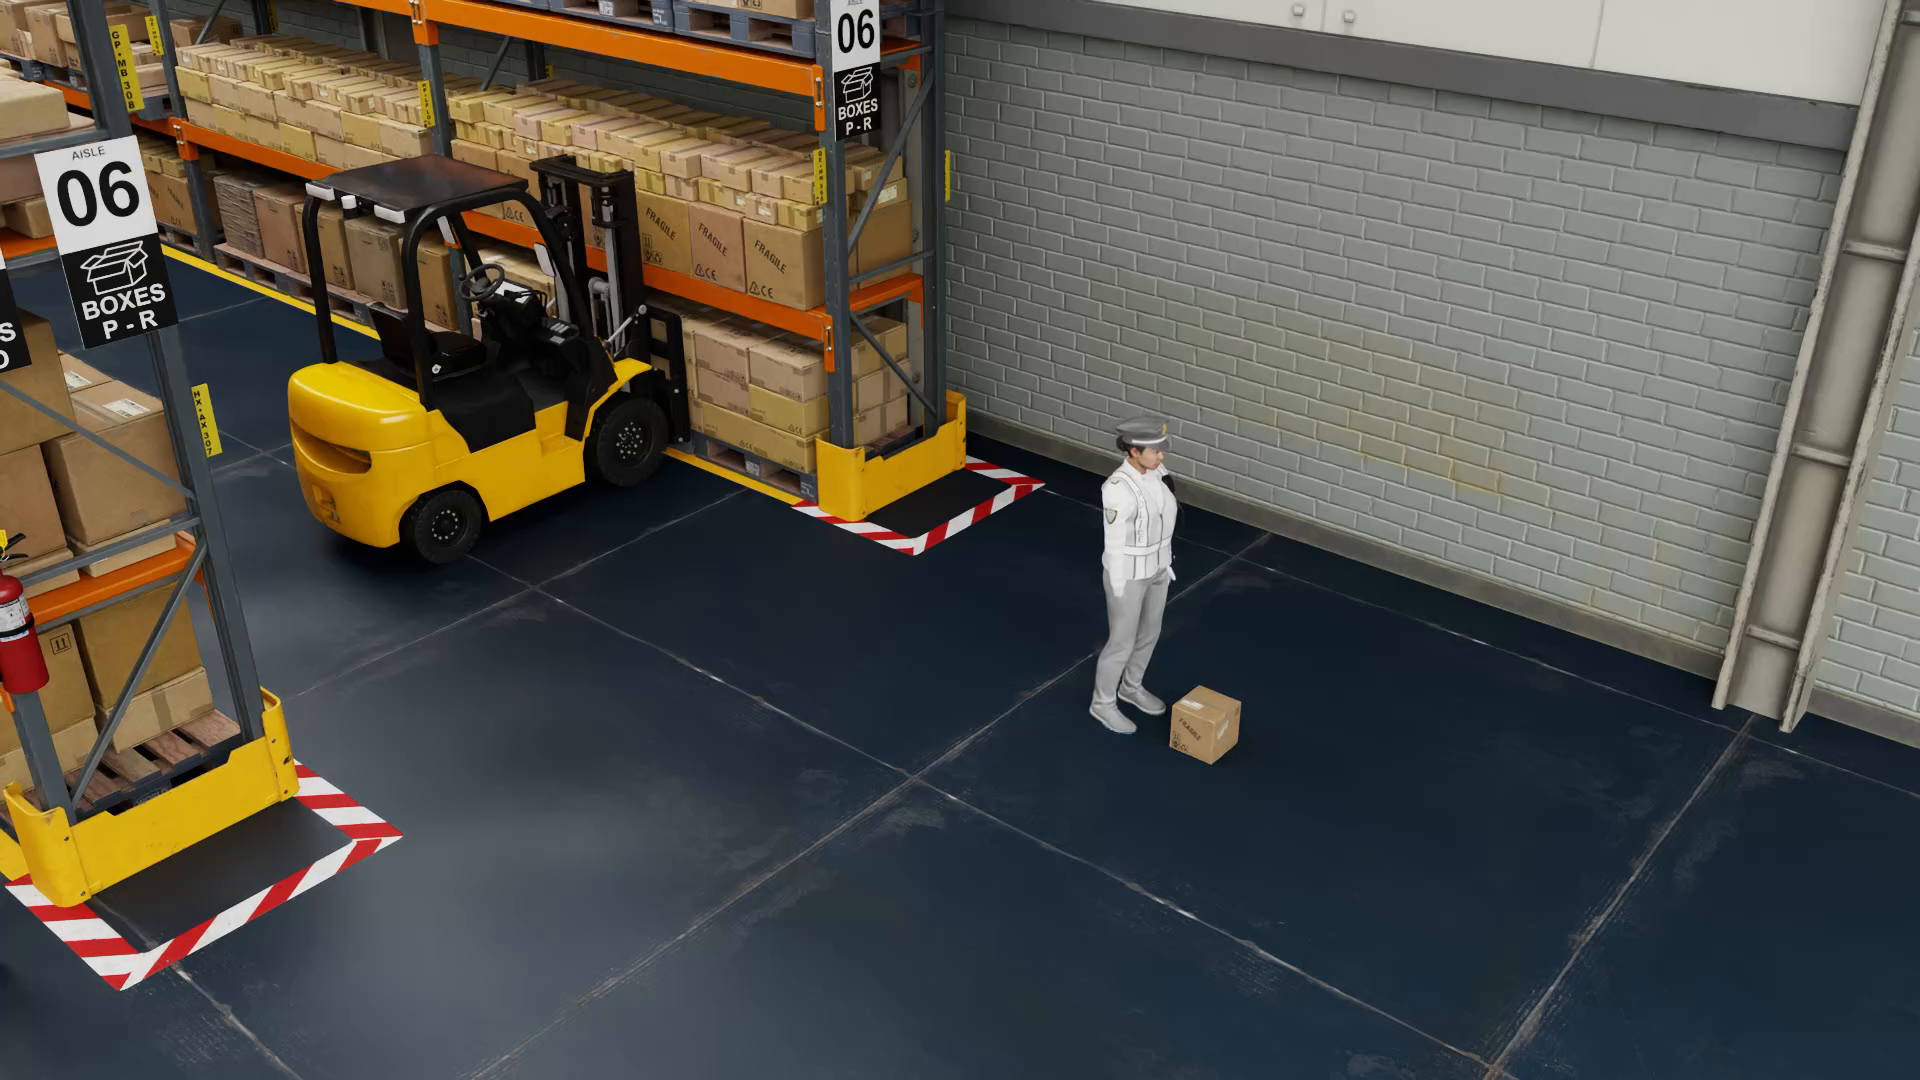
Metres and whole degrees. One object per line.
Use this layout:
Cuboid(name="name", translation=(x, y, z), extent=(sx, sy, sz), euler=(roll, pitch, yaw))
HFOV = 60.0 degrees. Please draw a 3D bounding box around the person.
Cuboid(name="person", translation=(0.900, 0.168, 8.313), extent=(0.328, 1.682, 0.468), euler=(22, 35, 35))
